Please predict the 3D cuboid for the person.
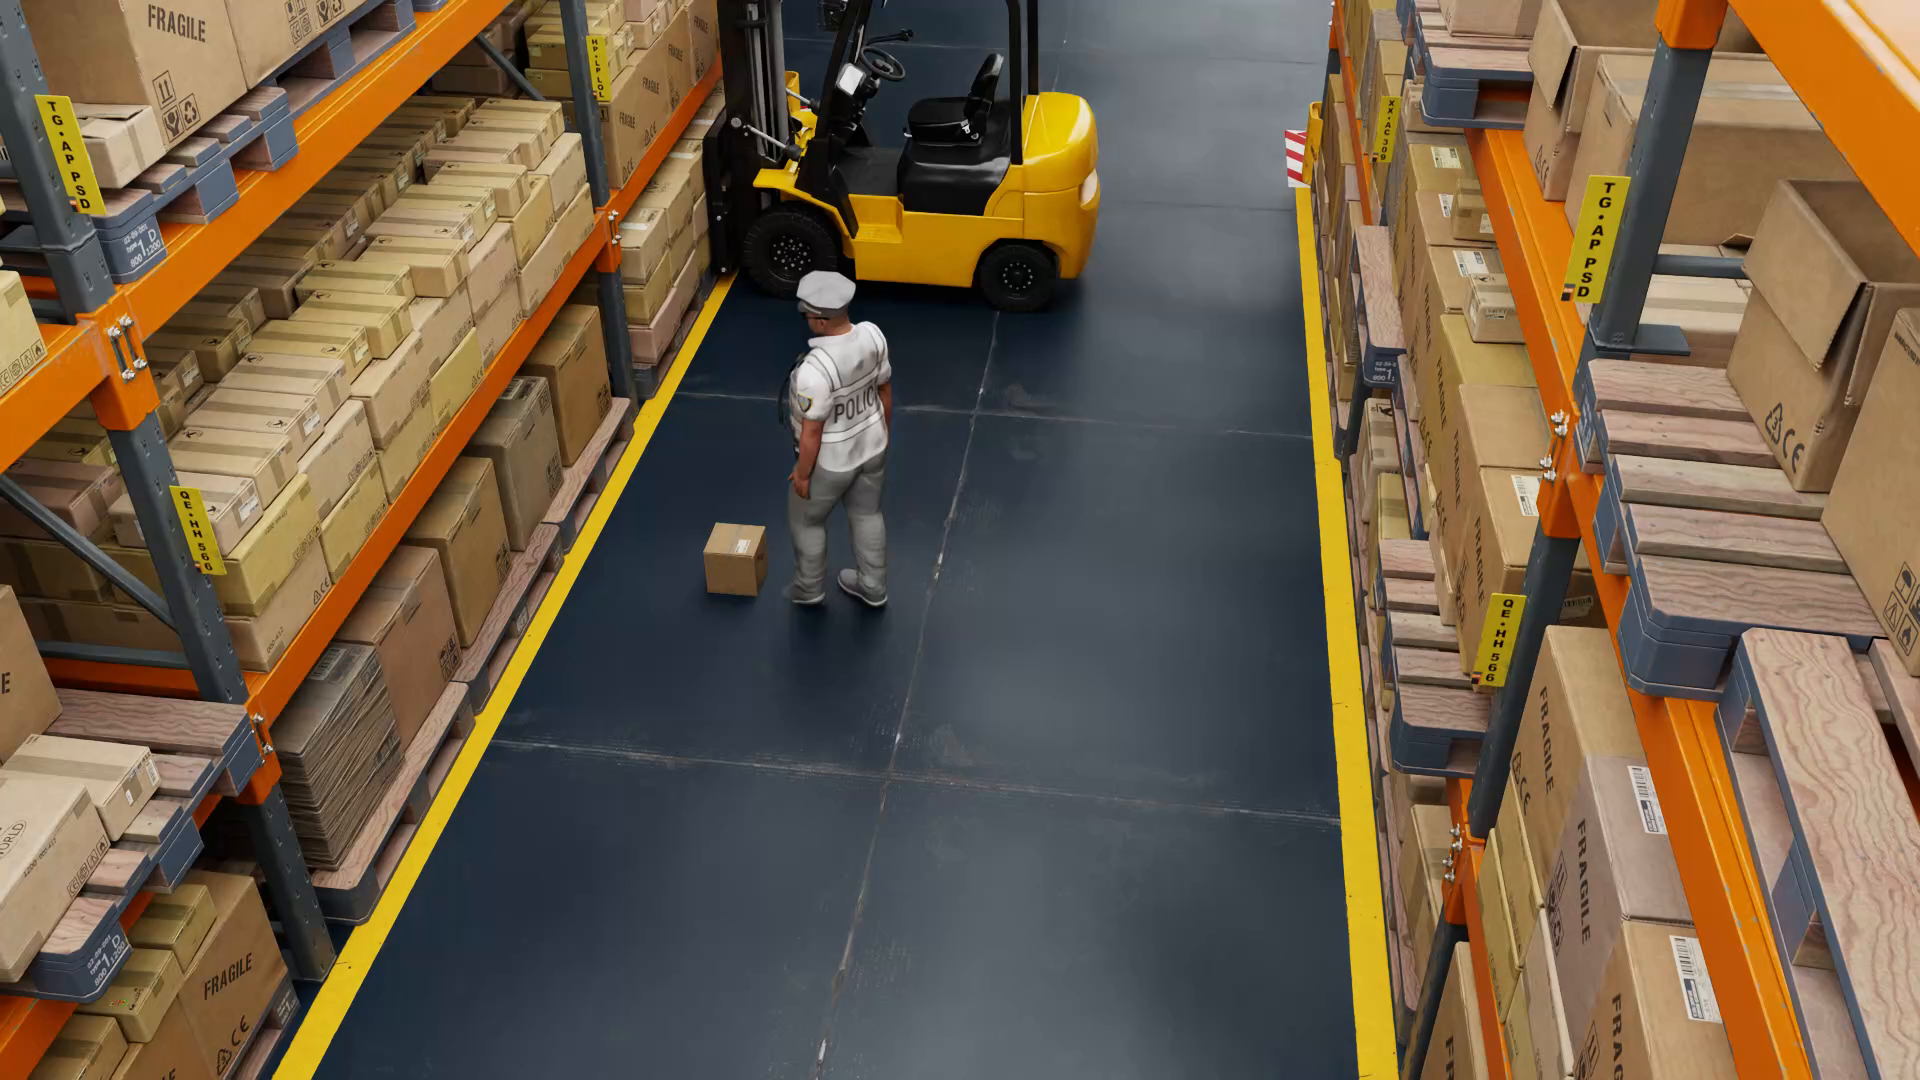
[{"bbox_3d":[-0.641,-0.450,7.677,0.602,1.788,0.574,26,43,31],"label":"person"}]
